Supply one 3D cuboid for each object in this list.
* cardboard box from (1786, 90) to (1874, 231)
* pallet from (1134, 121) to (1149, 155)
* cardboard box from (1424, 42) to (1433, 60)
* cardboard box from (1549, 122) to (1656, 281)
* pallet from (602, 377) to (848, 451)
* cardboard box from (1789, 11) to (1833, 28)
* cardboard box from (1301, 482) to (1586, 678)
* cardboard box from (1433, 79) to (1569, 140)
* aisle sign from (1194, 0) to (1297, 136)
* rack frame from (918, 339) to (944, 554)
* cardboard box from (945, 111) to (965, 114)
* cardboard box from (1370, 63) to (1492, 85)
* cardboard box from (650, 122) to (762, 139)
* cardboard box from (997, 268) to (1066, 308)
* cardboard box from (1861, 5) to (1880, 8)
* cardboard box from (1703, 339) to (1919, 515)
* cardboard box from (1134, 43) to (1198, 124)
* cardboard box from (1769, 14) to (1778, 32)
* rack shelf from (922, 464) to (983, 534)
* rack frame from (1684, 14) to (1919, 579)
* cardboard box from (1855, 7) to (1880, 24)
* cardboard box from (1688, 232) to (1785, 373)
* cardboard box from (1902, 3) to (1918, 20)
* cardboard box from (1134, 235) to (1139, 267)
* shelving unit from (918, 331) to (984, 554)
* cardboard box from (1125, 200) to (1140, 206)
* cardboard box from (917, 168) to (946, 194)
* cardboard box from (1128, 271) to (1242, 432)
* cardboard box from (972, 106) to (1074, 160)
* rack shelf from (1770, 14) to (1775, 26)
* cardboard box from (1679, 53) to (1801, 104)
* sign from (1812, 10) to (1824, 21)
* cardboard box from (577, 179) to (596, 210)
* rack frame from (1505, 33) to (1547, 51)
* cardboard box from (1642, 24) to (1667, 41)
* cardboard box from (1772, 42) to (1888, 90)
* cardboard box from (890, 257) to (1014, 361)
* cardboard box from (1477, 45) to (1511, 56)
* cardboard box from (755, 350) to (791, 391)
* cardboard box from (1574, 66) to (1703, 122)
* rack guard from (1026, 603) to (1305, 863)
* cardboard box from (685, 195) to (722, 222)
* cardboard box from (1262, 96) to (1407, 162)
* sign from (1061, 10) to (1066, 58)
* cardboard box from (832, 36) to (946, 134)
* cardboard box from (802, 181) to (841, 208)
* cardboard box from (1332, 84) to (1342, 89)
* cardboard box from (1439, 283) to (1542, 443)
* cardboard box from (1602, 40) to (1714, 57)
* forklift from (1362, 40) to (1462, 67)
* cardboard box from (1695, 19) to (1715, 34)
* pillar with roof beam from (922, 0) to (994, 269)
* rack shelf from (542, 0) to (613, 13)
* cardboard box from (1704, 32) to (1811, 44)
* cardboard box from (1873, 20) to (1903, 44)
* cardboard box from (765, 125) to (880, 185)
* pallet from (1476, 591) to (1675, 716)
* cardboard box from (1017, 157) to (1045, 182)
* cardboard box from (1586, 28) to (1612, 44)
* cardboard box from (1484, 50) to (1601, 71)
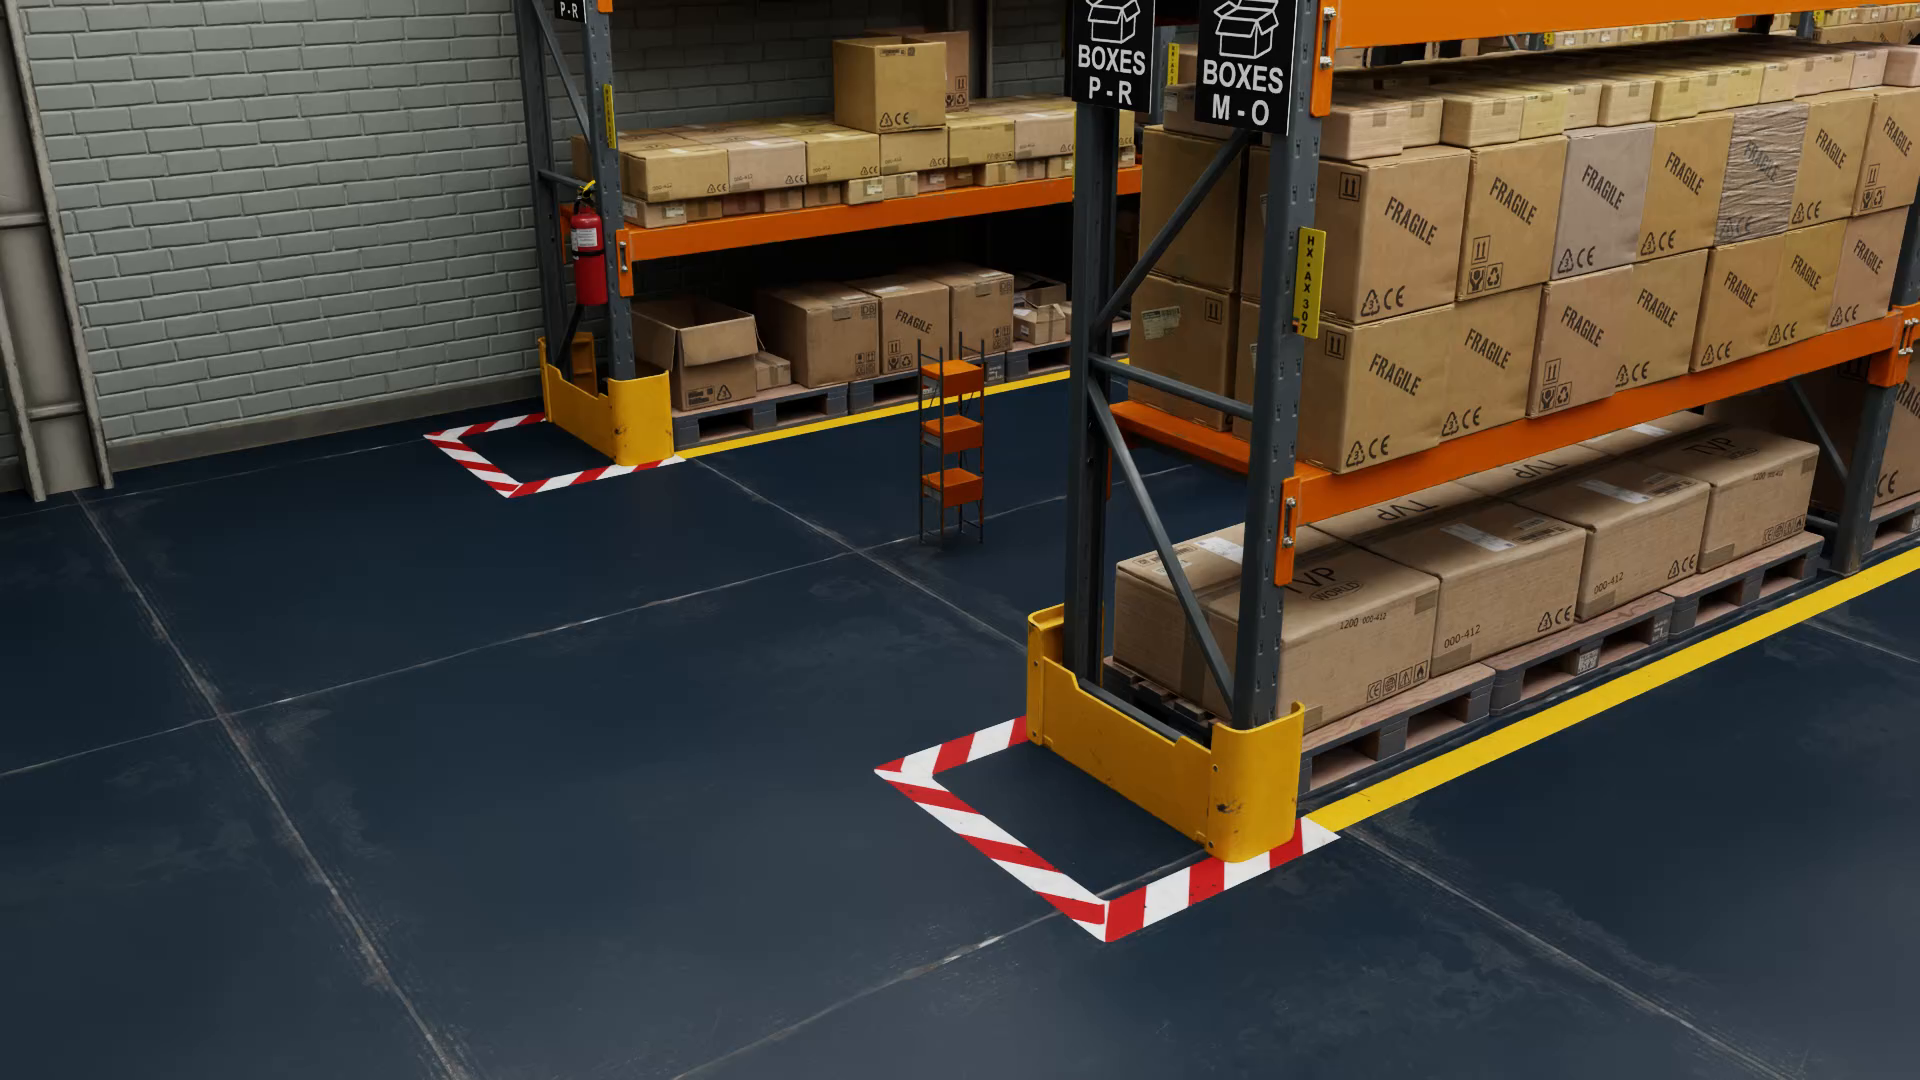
[{"bbox_3d":[3.341,-1.589,6.846,0.500,0.500,0.500,-15,26,-34],"label":"cardboard box"},{"bbox_3d":[1.790,-2.914,11.910,1.213,0.211,1.003,-15,26,-33],"label":"pallet"},{"bbox_3d":[3.107,-3.563,12.571,0.637,0.503,0.797,-16,27,-34],"label":"cardboard box"},{"bbox_3d":[2.117,-1.261,6.026,0.500,0.500,0.500,-15,26,-33],"label":"cardboard box"},{"bbox_3d":[-1.461,-0.891,10.345,1.213,0.211,1.003,-15,26,-33],"label":"pallet"},{"bbox_3d":[7.984,-4.932,15.699,0.250,0.149,0.380,-15,26,-34],"label":"cardboard box"},{"bbox_3d":[1.948,0.117,6.947,0.875,0.438,0.875,-14,26,-31],"label":"cardboard box"},{"bbox_3d":[1.835,-1.472,5.680,0.250,0.149,0.380,-16,27,-35],"label":"cardboard box"},{"bbox_3d":[0.843,-1.609,4.874,0.004,0.787,0.394,-15,26,-33],"label":"aisle sign"},{"bbox_3d":[-0.142,-0.450,8.107,0.008,1.050,0.200,-15,26,-33],"label":"rack frame"},{"bbox_3d":[-0.305,-2.684,10.875,0.500,0.250,0.500,-14,26,-32],"label":"cardboard box"},{"bbox_3d":[1.741,-1.675,6.188,0.250,0.149,0.380,-15,26,-33],"label":"cardboard box"},{"bbox_3d":[-1.532,-2.356,10.055,0.500,0.250,0.500,-15,26,-33],"label":"cardboard box"},{"bbox_3d":[0.403,-1.737,11.764,0.500,0.311,0.500,-14,26,-31],"label":"cardboard box"},{"bbox_3d":[8.634,-5.226,16.035,0.250,0.149,0.380,-14,26,-32],"label":"cardboard box"},{"bbox_3d":[4.436,-0.737,8.496,0.875,0.875,0.875,-14,26,-31],"label":"cardboard box"},{"bbox_3d":[1.601,-3.142,11.521,0.500,0.500,0.700,-14,26,-32],"label":"cardboard box"},{"bbox_3d":[7.225,-4.740,15.218,0.250,0.149,0.380,-15,26,-34],"label":"cardboard box"},{"bbox_3d":[-0.043,-0.208,8.280,0.240,0.259,0.215,-15,26,-33],"label":"rack shelf"},{"bbox_3d":[3.979,-1.370,7.783,0.127,3.000,1.000,-15,26,-33],"label":"rack frame"},{"bbox_3d":[8.632,-5.084,16.080,0.250,0.149,0.380,-14,26,-32],"label":"cardboard box"},{"bbox_3d":[2.938,-1.013,6.753,0.500,0.500,0.500,-15,26,-34],"label":"cardboard box"},{"bbox_3d":[9.251,-5.261,16.522,0.250,0.149,0.380,-16,27,-34],"label":"cardboard box"},{"bbox_3d":[1.602,-1.934,12.001,0.500,0.500,0.500,-14,25,-31],"label":"cardboard box"},{"bbox_3d":[-0.043,-0.476,8.173,0.252,1.050,0.215,-15,26,-33],"label":"shelving unit"},{"bbox_3d":[1.418,-2.423,12.352,0.250,0.149,0.380,-15,26,-33],"label":"cardboard box"},{"bbox_3d":[-0.297,-2.272,10.383,0.250,0.149,0.380,-15,26,-33],"label":"cardboard box"},{"bbox_3d":[0.969,-0.735,6.056,0.500,0.500,0.500,-15,26,-33],"label":"cardboard box"},{"bbox_3d":[0.409,-2.635,10.753,0.500,0.250,0.500,-15,26,-33],"label":"cardboard box"},{"bbox_3d":[5.603,-2.862,8.445,4.000,0.370,1.077,-15,26,-33],"label":"rack shelf"},{"bbox_3d":[3.053,-1.819,6.549,0.250,0.149,0.380,-15,26,-33],"label":"cardboard box"},{"bbox_3d":[7.896,-4.934,15.259,0.005,0.325,0.100,-15,26,-33],"label":"sign"},{"bbox_3d":[-2.057,-2.033,9.782,0.250,0.149,0.380,-15,26,-33],"label":"cardboard box"},{"bbox_3d":[4.324,-3.729,13.693,0.127,3.000,1.000,-15,26,-33],"label":"rack frame"},{"bbox_3d":[5.797,-4.339,14.213,0.250,0.149,0.380,-14,26,-32],"label":"cardboard box"},{"bbox_3d":[3.638,-1.996,6.991,0.250,0.149,0.380,-14,26,-32],"label":"cardboard box"},{"bbox_3d":[-0.058,-1.533,10.997,0.500,0.500,0.700,-16,27,-35],"label":"cardboard box"},{"bbox_3d":[4.527,-4.072,14.081,0.500,0.250,0.500,-14,26,-32],"label":"cardboard box"},{"bbox_3d":[-1.250,-1.052,10.266,0.250,0.149,0.380,-16,27,-35],"label":"cardboard box"},{"bbox_3d":[2.466,-1.633,6.083,0.250,0.149,0.380,-16,27,-34],"label":"cardboard box"},{"bbox_3d":[0.713,0.662,6.064,0.348,0.500,1.175,-15,26,-33],"label":"rack guard"},{"bbox_3d":[-1.563,-1.938,9.544,0.250,0.149,0.380,-14,26,-32],"label":"cardboard box"},{"bbox_3d":[1.182,-1.310,5.273,0.250,0.149,0.380,-14,26,-32],"label":"cardboard box"},{"bbox_3d":[0.750,-3.567,11.725,0.005,0.325,0.100,-15,26,-33],"label":"sign"},{"bbox_3d":[-0.426,-2.756,10.044,0.500,0.500,0.500,-14,26,-32],"label":"cardboard box"},{"bbox_3d":[-0.917,-2.101,9.952,0.250,0.149,0.380,-14,26,-32],"label":"cardboard box"},{"bbox_3d":[1.099,-1.517,5.791,0.250,0.149,0.380,-14,26,-32],"label":"cardboard box"},{"bbox_3d":[1.684,-0.686,5.934,0.500,0.500,0.500,-15,26,-34],"label":"cardboard box"},{"bbox_3d":[2.952,-2.028,7.073,0.250,0.149,0.380,-15,26,-33],"label":"cardboard box"},{"bbox_3d":[2.527,-2.143,9.811,3.031,2.935,1.130,-17,27,-37],"label":"forklift"},{"bbox_3d":[6.404,-4.516,14.656,0.250,0.149,0.380,-15,26,-32],"label":"cardboard box"},{"bbox_3d":[2.500,-4.474,7.468,0.400,9.000,9.100,-15,26,-33],"label":"pillar with roof beam"},{"bbox_3d":[-0.546,-3.489,10.016,4.000,0.370,1.077,-15,26,-33],"label":"rack shelf"},{"bbox_3d":[3.572,-2.192,7.483,0.250,0.149,0.380,-15,26,-34],"label":"cardboard box"},{"bbox_3d":[8.908,-4.886,16.459,0.500,0.500,0.500,-15,26,-33],"label":"cardboard box"},{"bbox_3d":[-0.825,-2.303,9.920,0.500,0.250,0.500,-16,26,-34],"label":"cardboard box"},{"bbox_3d":[2.325,0.332,7.281,1.213,0.211,1.003,-15,26,-33],"label":"pallet"},{"bbox_3d":[0.342,-2.426,10.768,0.250,0.149,0.380,-14,26,-31],"label":"cardboard box"},{"bbox_3d":[5.165,-4.178,13.810,0.250,0.149,0.380,-14,26,-31],"label":"cardboard box"},{"bbox_3d":[2.324,-1.868,6.671,0.250,0.149,0.380,-15,26,-33],"label":"cardboard box"}]
